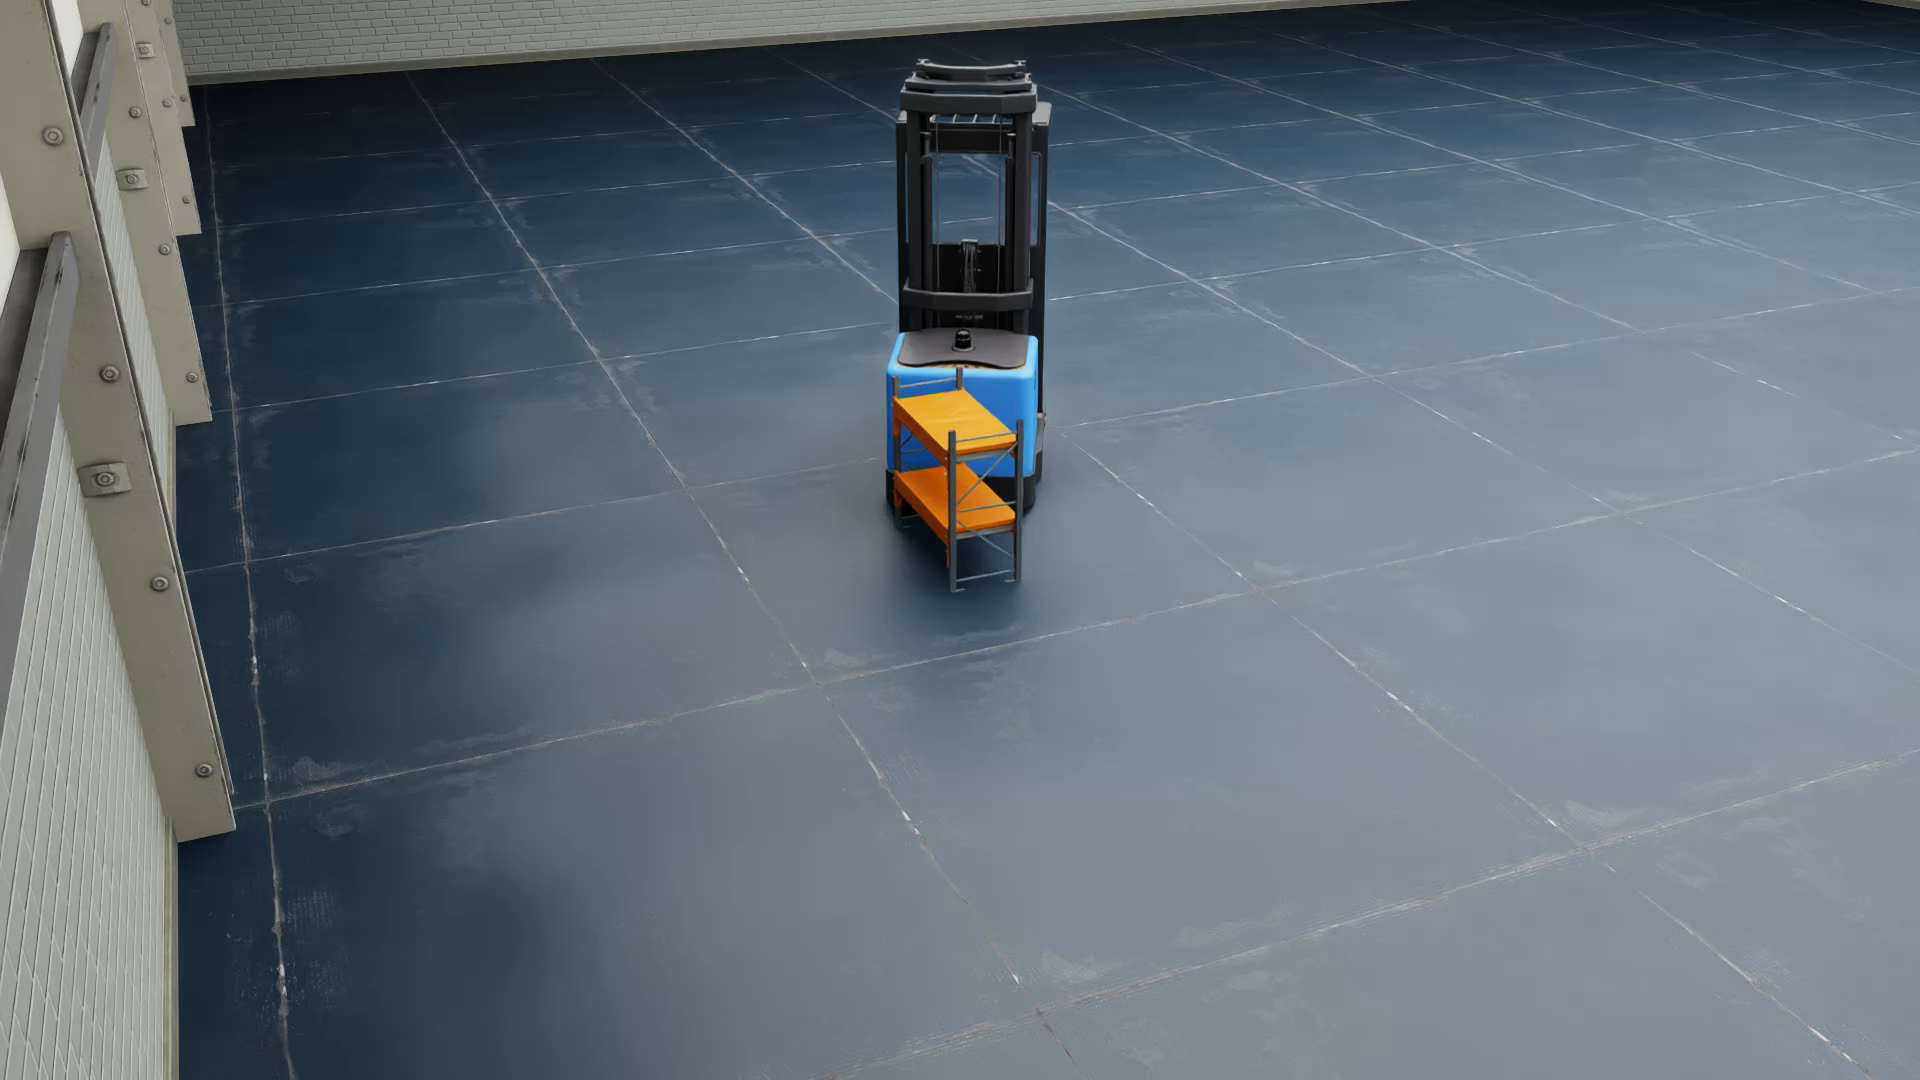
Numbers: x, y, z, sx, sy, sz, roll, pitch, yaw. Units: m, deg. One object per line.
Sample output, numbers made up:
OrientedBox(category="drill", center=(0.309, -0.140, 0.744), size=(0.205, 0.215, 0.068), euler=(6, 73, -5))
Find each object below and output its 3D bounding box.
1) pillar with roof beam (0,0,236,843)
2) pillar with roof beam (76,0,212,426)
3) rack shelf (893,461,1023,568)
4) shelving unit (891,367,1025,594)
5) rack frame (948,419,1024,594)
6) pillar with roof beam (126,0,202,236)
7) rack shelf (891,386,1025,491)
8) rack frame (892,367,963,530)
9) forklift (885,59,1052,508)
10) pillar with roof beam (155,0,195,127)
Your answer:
OrientedBox(category="pillar with roof beam", center=(0.085, -3.372, 8.046), size=(9.100, 9.000, 0.400), euler=(-11, 28, -21))
OrientedBox(category="pillar with roof beam", center=(-2.265, -5.794, 13.007), size=(9.100, 9.000, 0.400), euler=(-11, 28, -21))
OrientedBox(category="rack shelf", center=(-0.026, -0.193, 11.066), size=(0.538, 0.278, 1.000), euler=(-10, 28, -20))
OrientedBox(category="shelving unit", center=(-0.026, -0.412, 10.958), size=(0.538, 1.125, 1.048), euler=(-10, 28, -20))
OrientedBox(category="rack frame", center=(0.163, -0.205, 10.534), size=(0.500, 1.125, 0.032), euler=(-10, 28, -20))
OrientedBox(category="pillar with roof beam", center=(-4.615, -8.217, 17.968), size=(9.100, 9.000, 0.400), euler=(-11, 28, -21))
OrientedBox(category="rack shelf", center=(-0.026, -0.675, 10.830), size=(0.538, 0.278, 1.000), euler=(-10, 28, -20))
OrientedBox(category="rack frame", center=(-0.215, -0.619, 11.382), size=(0.500, 1.125, 0.032), euler=(-10, 28, -20))
OrientedBox(category="forklift", center=(0.107, -2.152, 12.463), size=(1.130, 2.935, 3.031), euler=(2, 26, 4))
OrientedBox(category="pillar with roof beam", center=(-6.964, -10.639, 22.929), size=(9.100, 9.000, 0.400), euler=(-11, 28, -21))
